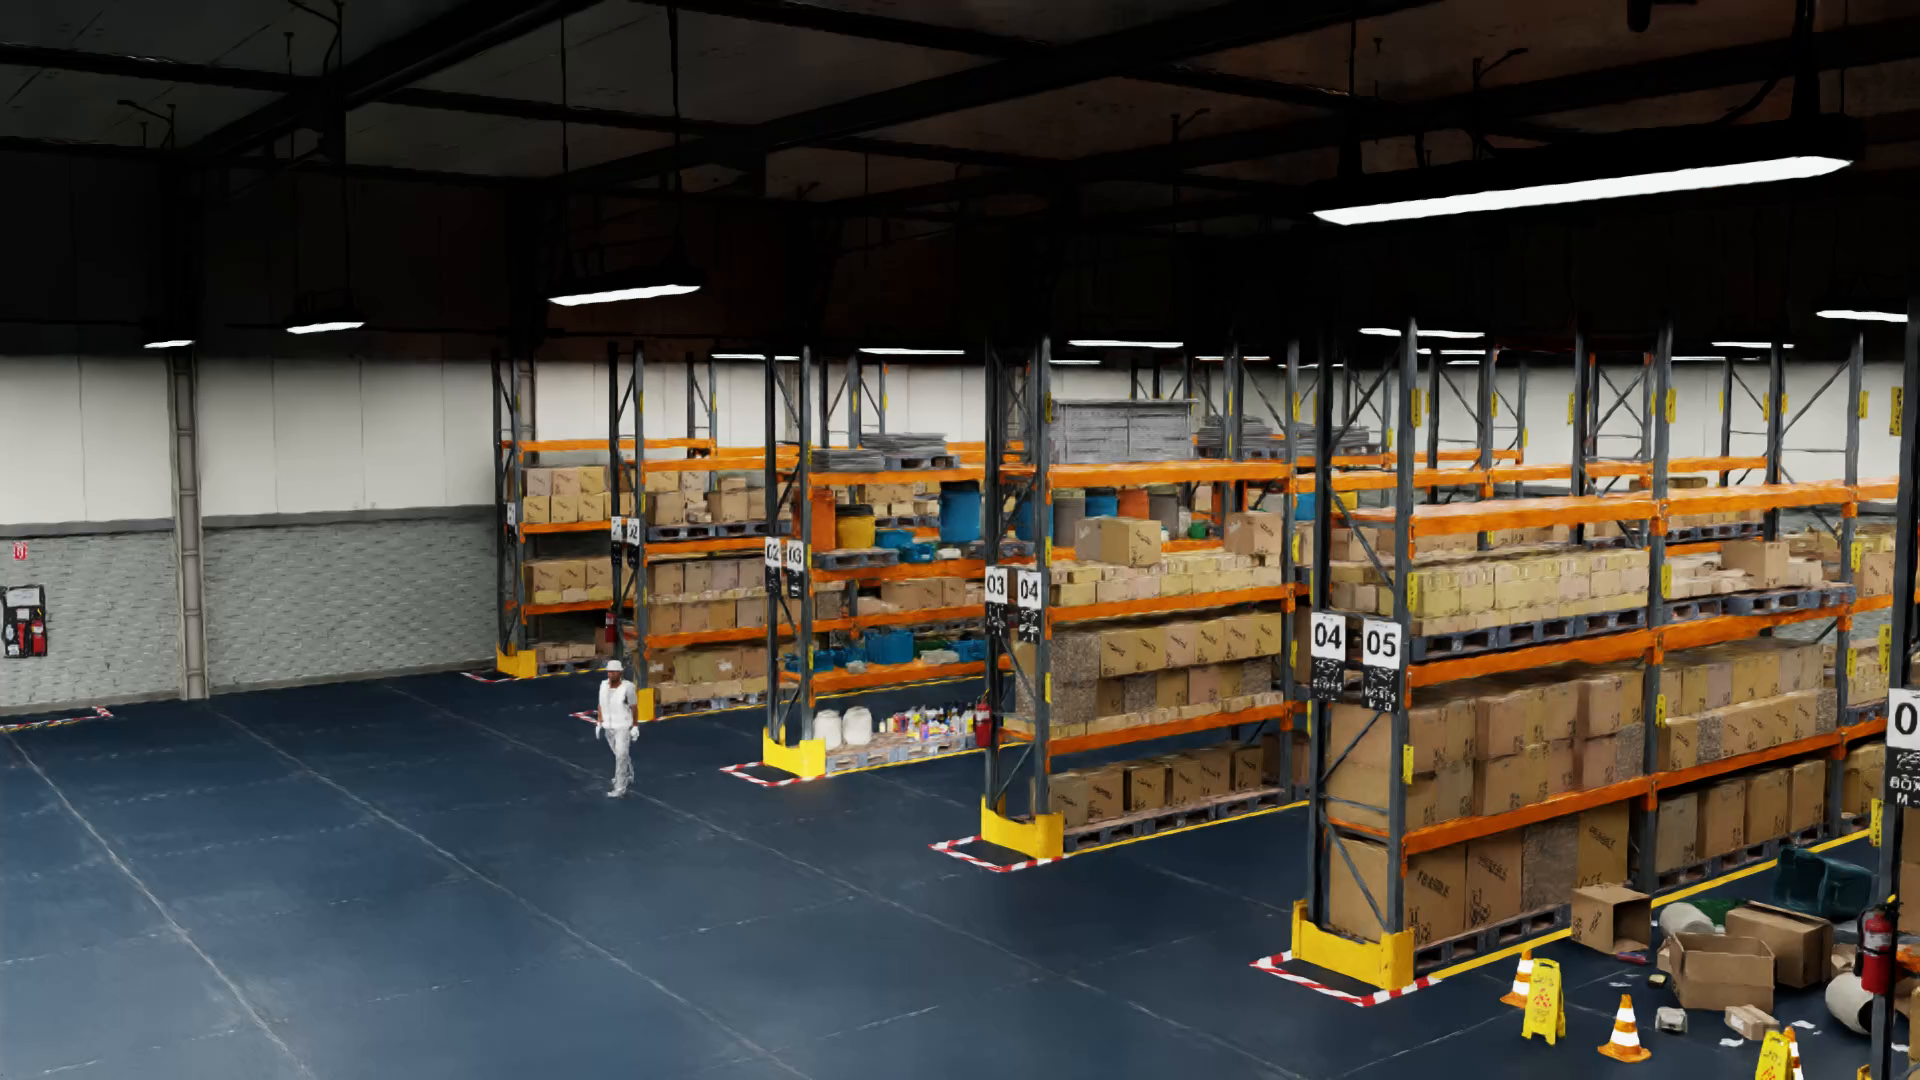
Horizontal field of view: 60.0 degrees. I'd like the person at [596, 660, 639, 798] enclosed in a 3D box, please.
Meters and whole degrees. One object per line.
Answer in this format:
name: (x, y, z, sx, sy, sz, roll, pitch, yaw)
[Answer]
person: (-4.440, 2.406, 21.489, 0.598, 1.756, 0.946, 3, 6, 27)
